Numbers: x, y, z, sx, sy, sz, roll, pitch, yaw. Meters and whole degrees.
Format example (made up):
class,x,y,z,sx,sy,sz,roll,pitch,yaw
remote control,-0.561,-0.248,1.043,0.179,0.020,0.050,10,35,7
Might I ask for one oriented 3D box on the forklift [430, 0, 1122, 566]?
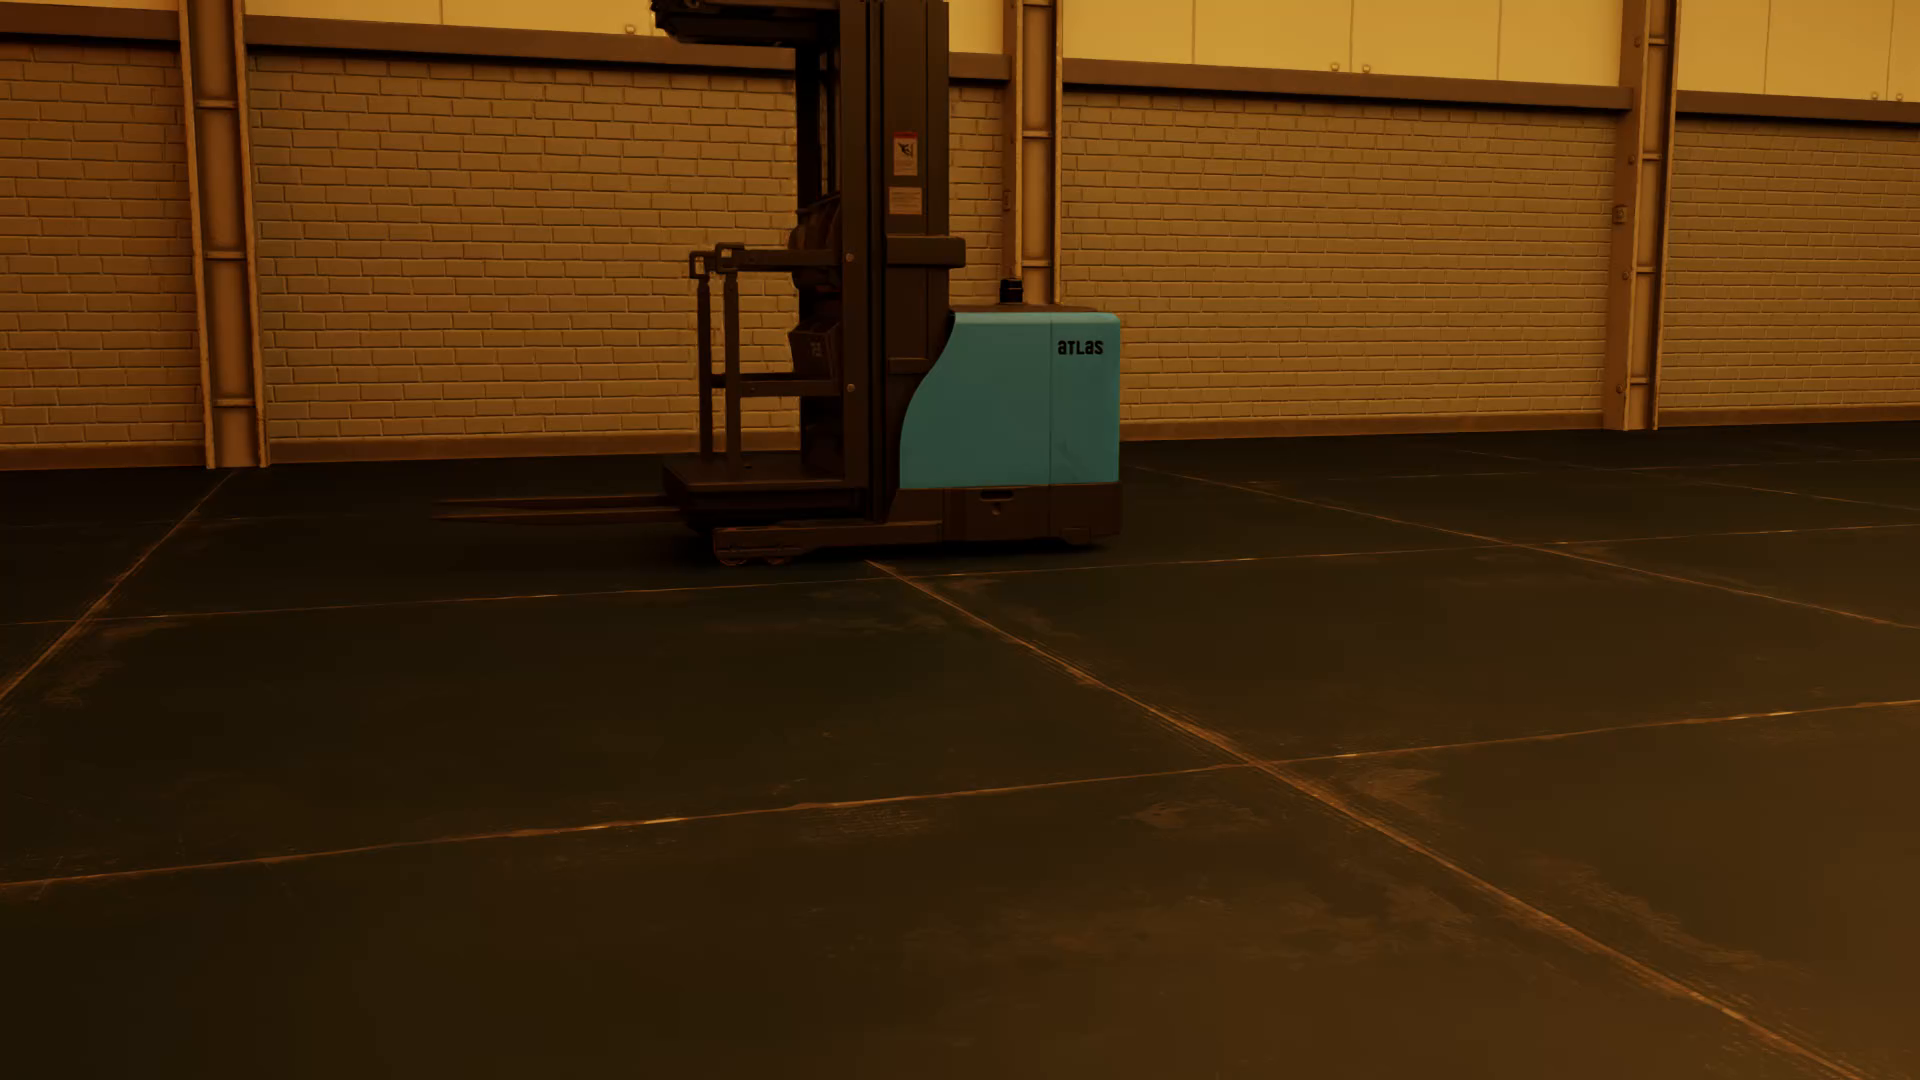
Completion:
class,x,y,z,sx,sy,sz,roll,pitch,yaw
forklift,-0.836,-1.418,7.477,3.031,2.935,1.130,-2,8,-15
